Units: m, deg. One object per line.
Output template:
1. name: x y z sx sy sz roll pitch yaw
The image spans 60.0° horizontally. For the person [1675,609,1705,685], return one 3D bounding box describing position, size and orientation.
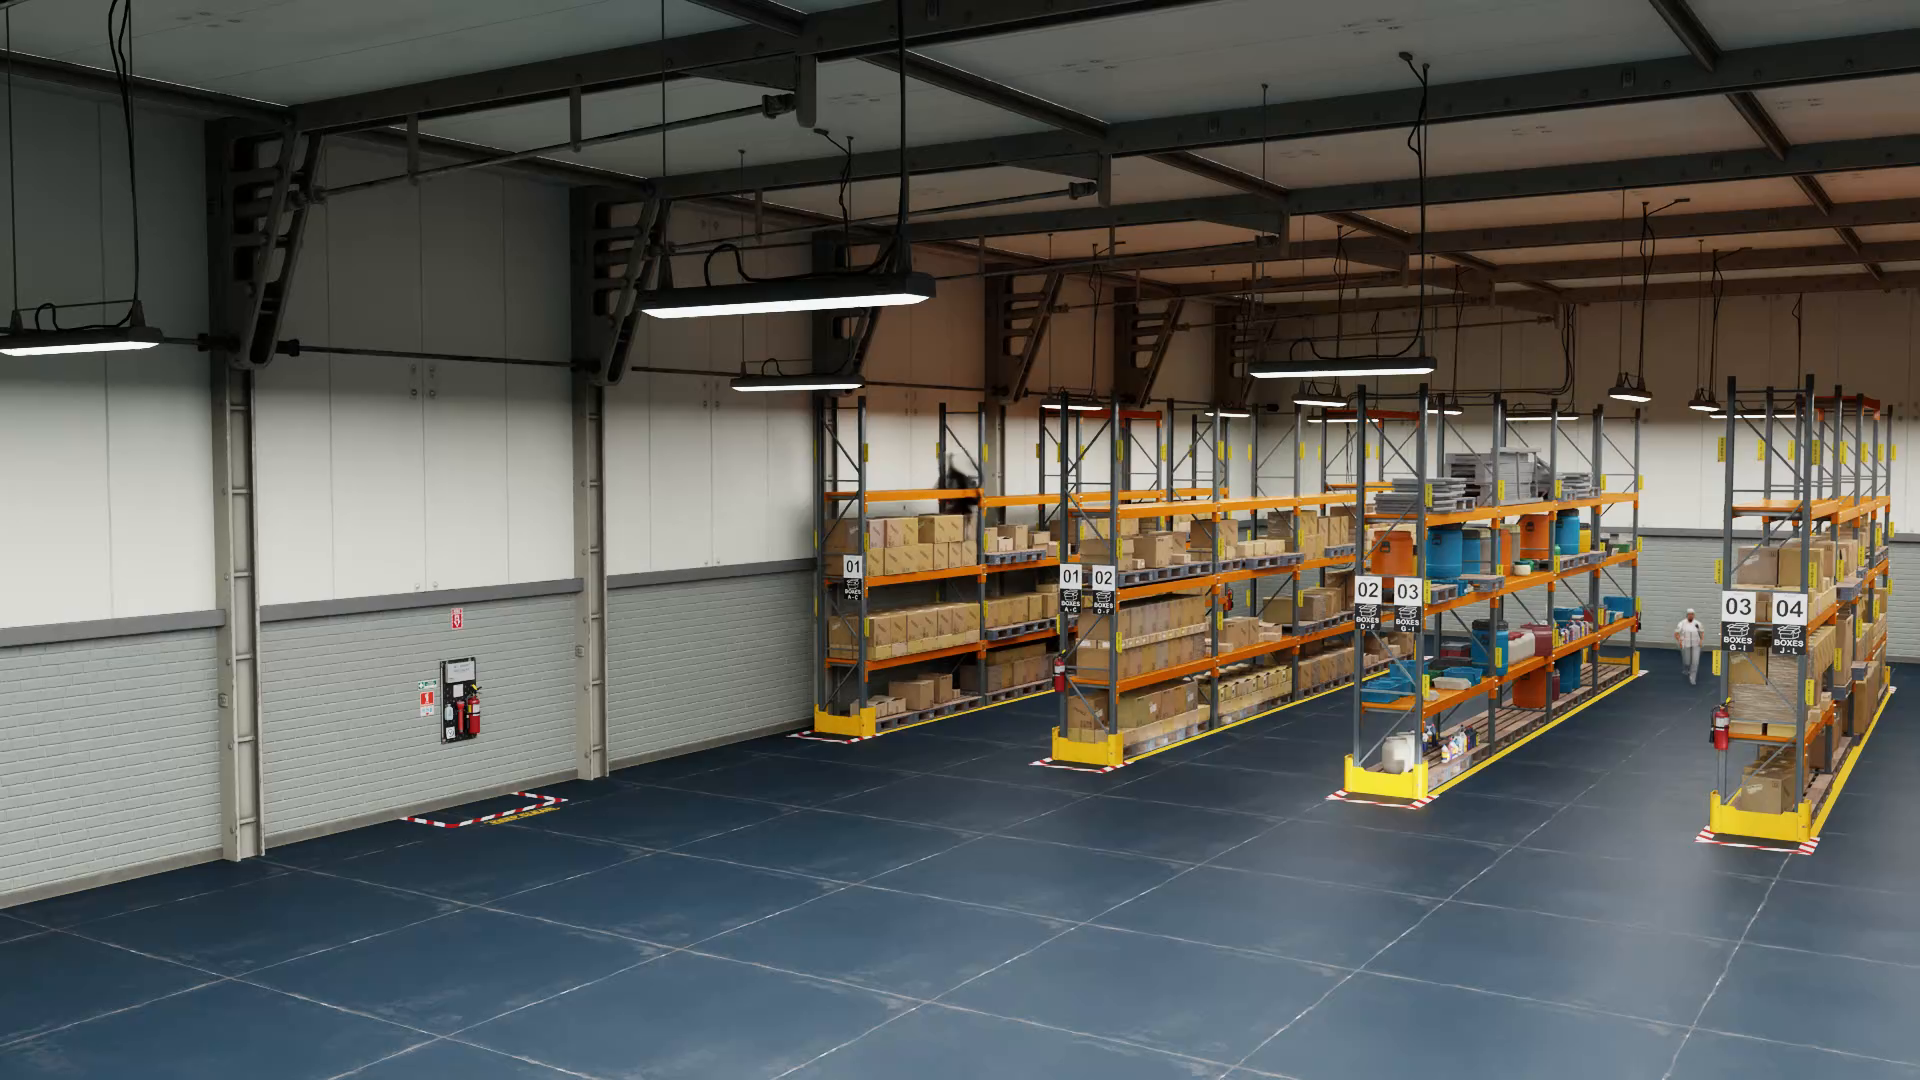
1. person: 15.892 2.308 36.200 0.618 1.629 0.625 1 3 17
